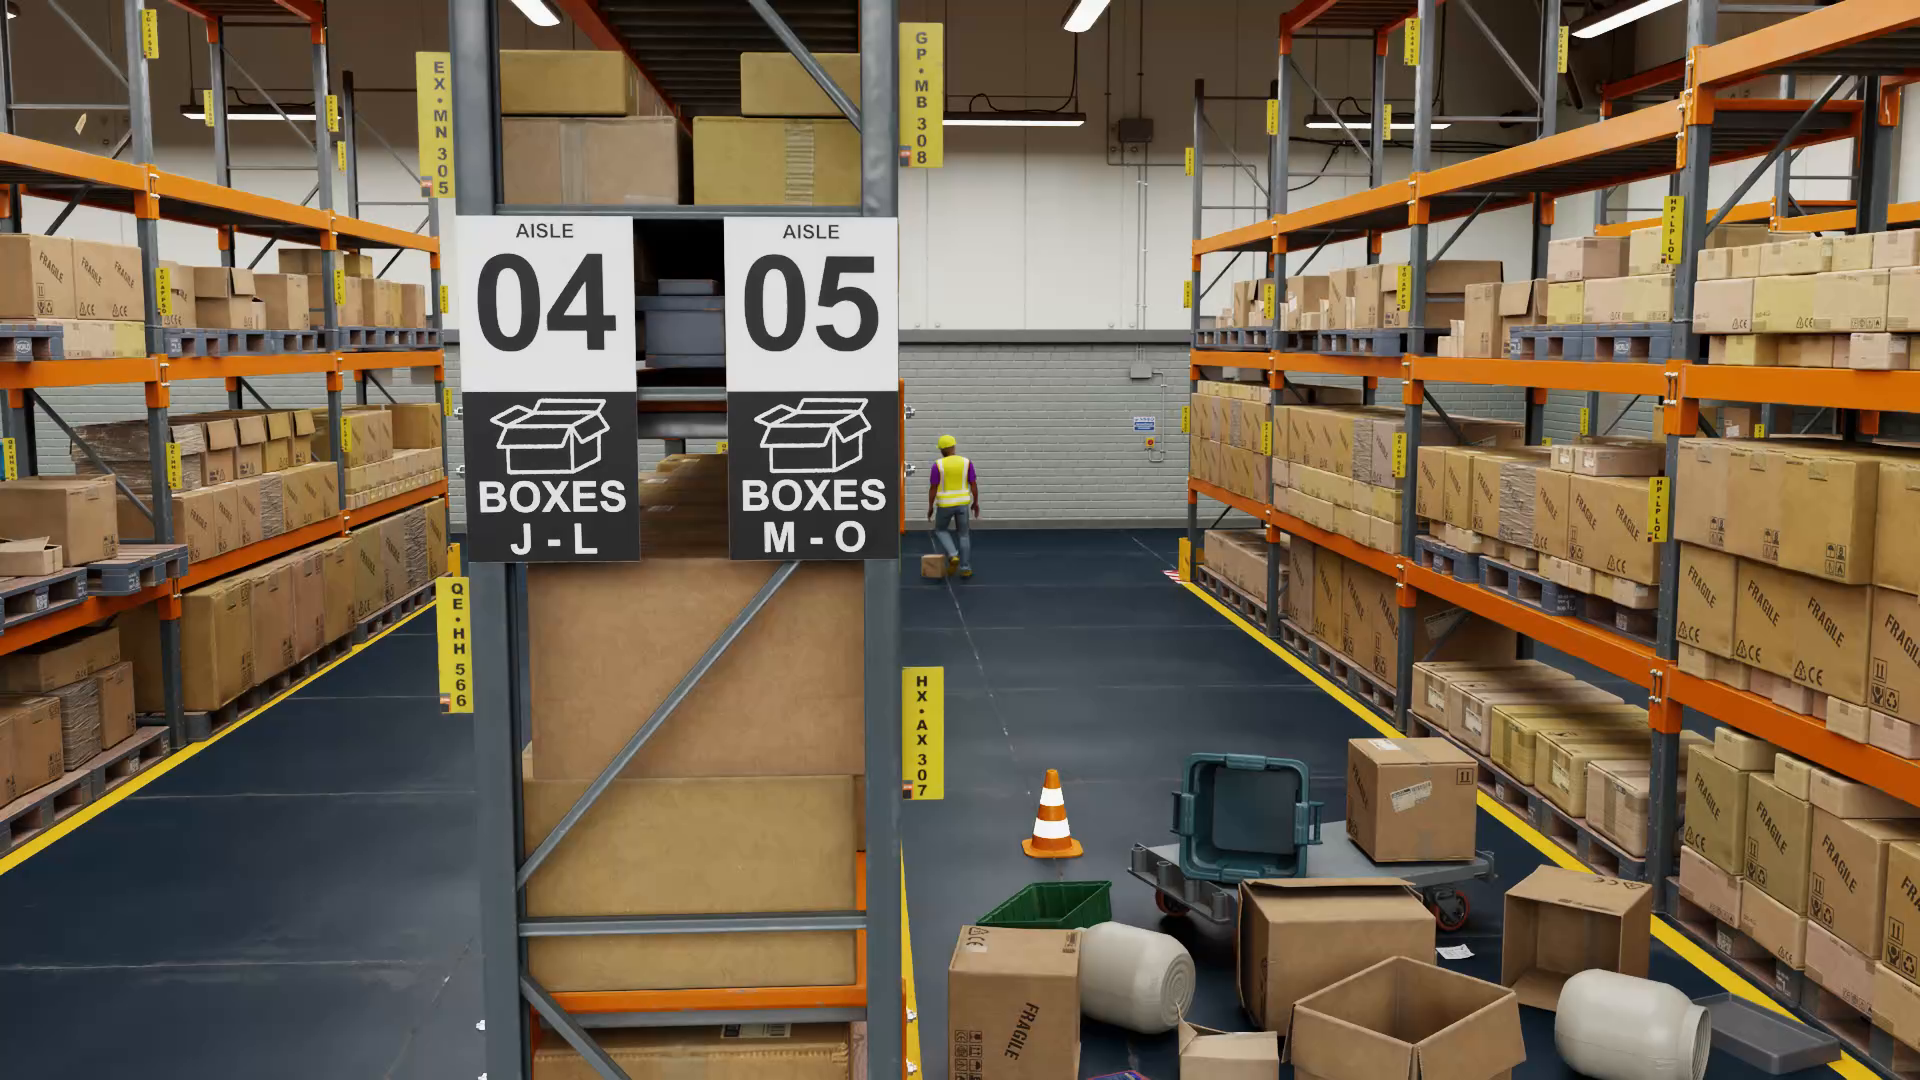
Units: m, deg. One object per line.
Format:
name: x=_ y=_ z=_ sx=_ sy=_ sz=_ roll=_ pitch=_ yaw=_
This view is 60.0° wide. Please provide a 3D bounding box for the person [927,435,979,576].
person: x=-0.093 y=-0.430 z=20.639 sx=0.673 sy=1.762 sz=0.474 roll=-1 pitch=7 yaw=-10
